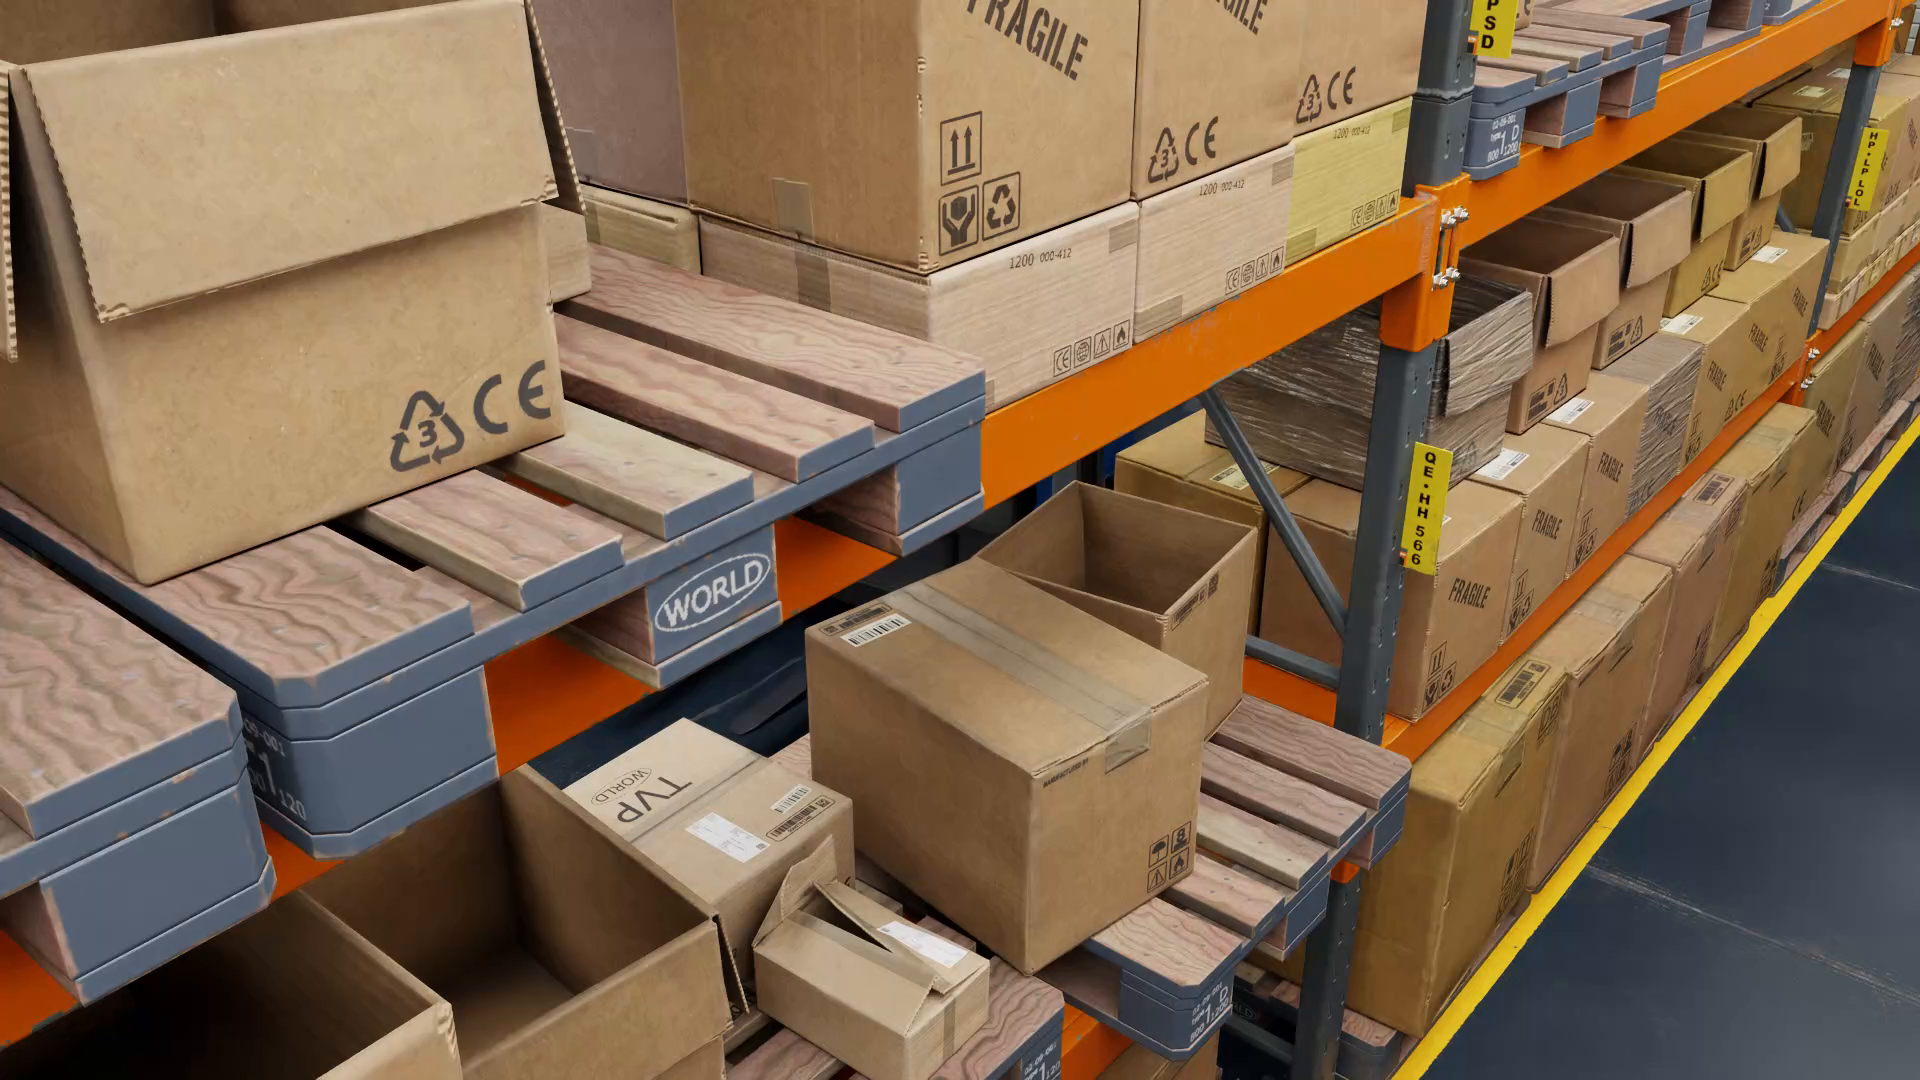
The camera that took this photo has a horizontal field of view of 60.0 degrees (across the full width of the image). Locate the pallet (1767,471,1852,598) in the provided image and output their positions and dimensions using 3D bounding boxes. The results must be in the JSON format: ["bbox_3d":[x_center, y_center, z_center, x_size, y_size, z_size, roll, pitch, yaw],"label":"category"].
[{"bbox_3d":[3.766,-0.175,8.358,1.003,0.211,1.213,21,34,34],"label":"pallet"}]

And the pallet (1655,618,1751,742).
[{"bbox_3d":[2.789,0.367,7.310,1.003,0.211,1.213,21,34,34],"label":"pallet"}]

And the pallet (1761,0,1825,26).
[{"bbox_3d":[2.676,-2.075,5.939,0.805,0.209,1.217,19,33,32],"label":"pallet"}]

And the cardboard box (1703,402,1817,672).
[{"bbox_3d":[2.830,-0.177,7.183,1.225,0.875,0.875,21,34,35],"label":"cardboard box"}]

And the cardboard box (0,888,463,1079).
[{"bbox_3d":[-1.254,0.976,1.989,1.000,1.000,1.000,21,34,35],"label":"cardboard box"}]

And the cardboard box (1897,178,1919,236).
[{"bbox_3d":[4.368,-1.682,8.077,0.500,0.250,0.500,22,34,36],"label":"cardboard box"}]

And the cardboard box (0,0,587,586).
[{"bbox_3d":[-0.893,-0.367,1.861,0.797,0.503,0.637,22,35,36],"label":"cardboard box"}]

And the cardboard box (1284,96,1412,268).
[{"bbox_3d":[0.564,-0.774,3.380,0.500,0.250,0.500,21,34,35],"label":"cardboard box"}]

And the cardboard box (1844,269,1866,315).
[{"bbox_3d":[3.833,-1.156,7.493,0.380,0.149,0.250,19,33,33],"label":"cardboard box"}]

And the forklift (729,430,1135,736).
[{"bbox_3d":[-0.313,-1.031,7.053,1.130,2.935,3.031,16,31,28],"label":"forklift"}]

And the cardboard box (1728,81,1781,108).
[{"bbox_3d":[3.308,-1.806,7.501,0.500,0.500,0.500,22,35,36],"label":"cardboard box"}]

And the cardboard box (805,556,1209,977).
[{"bbox_3d":[0.087,0.451,3.548,0.500,0.500,0.700,-22,35,-36],"label":"cardboard box"}]

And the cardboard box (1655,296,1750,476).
[{"bbox_3d":[2.488,-0.605,6.046,0.500,0.500,0.500,20,34,34],"label":"cardboard box"}]

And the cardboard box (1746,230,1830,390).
[{"bbox_3d":[3.135,-0.965,6.743,0.500,0.500,0.500,21,34,35],"label":"cardboard box"}]

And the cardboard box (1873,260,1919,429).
[{"bbox_3d":[4.842,-1.255,9.266,0.875,0.875,0.875,21,34,34],"label":"cardboard box"}]

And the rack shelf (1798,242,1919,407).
[{"bbox_3d":[4.494,-1.556,8.777,1.077,0.370,4.000,21,34,34],"label":"rack shelf"}]

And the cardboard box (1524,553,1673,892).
[{"bbox_3d":[1.705,0.456,5.959,1.225,0.875,0.875,21,34,35],"label":"cardboard box"}]

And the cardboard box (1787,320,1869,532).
[{"bbox_3d":[3.703,-0.620,8.040,0.875,0.875,0.875,21,34,34],"label":"cardboard box"}]

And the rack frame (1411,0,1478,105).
[{"bbox_3d":[0.677,-2.413,3.121,1.000,3.000,0.127,21,34,34],"label":"rack frame"}]

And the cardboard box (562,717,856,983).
[{"bbox_3d":[-0.566,0.659,3.419,0.500,0.250,0.500,20,33,33],"label":"cardboard box"}]

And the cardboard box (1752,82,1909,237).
[{"bbox_3d":[3.723,-1.660,7.218,0.500,0.500,0.500,21,34,34],"label":"cardboard box"}]

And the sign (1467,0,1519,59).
[{"bbox_3d":[1.095,-1.151,3.383,0.100,0.325,0.005,21,34,34],"label":"sign"}]

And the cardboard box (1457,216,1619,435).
[{"bbox_3d":[1.571,-0.723,5.183,0.797,0.503,0.637,22,34,36],"label":"cardboard box"}]

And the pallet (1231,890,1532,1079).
[{"bbox_3d":[1.237,1.233,5.638,1.003,0.211,1.213,21,34,34],"label":"pallet"}]

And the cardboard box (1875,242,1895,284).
[{"bbox_3d":[4.166,-1.343,7.855,0.380,0.149,0.250,20,33,33],"label":"cardboard box"}]

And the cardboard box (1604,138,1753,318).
[{"bbox_3d":[2.376,-1.188,6.081,0.797,0.503,0.637,21,34,35],"label":"cardboard box"}]

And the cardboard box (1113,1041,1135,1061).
[{"bbox_3d":[0.274,1.080,4.324,0.500,0.250,0.500,22,35,36],"label":"cardboard box"}]

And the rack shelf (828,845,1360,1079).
[{"bbox_3d":[-0.595,1.280,3.294,1.077,0.370,4.000,21,34,34],"label":"rack shelf"}]

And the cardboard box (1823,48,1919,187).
[{"bbox_3d":[4.370,-2.019,7.911,0.500,0.500,0.500,20,33,33],"label":"cardboard box"}]

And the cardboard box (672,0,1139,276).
[{"bbox_3d":[-0.078,-0.749,2.516,0.500,0.500,0.500,21,34,35],"label":"cardboard box"}]

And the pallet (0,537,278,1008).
[{"bbox_3d":[-1.392,0.233,1.475,1.213,0.211,1.003,21,34,34],"label":"pallet"}]

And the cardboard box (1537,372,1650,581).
[{"bbox_3d":[1.846,-0.252,5.364,0.500,0.500,0.500,20,33,34],"label":"cardboard box"}]

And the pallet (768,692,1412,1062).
[{"bbox_3d":[0.306,0.620,3.995,1.213,0.211,1.003,21,34,34],"label":"pallet"}]

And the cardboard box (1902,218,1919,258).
[{"bbox_3d":[4.490,-1.522,8.202,0.380,0.149,0.250,21,34,35],"label":"cardboard box"}]

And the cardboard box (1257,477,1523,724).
[{"bbox_3d":[1.196,0.114,4.656,0.500,0.500,0.500,22,35,36],"label":"cardboard box"}]

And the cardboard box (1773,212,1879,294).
[{"bbox_3d":[3.722,-1.322,7.381,0.500,0.250,0.500,20,33,34],"label":"cardboard box"}]

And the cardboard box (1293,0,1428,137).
[{"bbox_3d":[0.567,-1.105,3.204,0.500,0.500,0.500,22,34,36],"label":"cardboard box"}]

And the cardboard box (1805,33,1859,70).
[{"bbox_3d":[4.609,-2.529,8.898,0.500,0.500,0.500,20,33,33],"label":"cardboard box"}]

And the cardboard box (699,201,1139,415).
[{"bbox_3d":[-0.063,-0.417,2.690,0.500,0.250,0.500,22,34,36],"label":"cardboard box"}]

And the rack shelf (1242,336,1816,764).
[{"bbox_3d":[1.949,-0.138,6.035,1.077,0.370,4.000,21,34,34],"label":"rack shelf"}]

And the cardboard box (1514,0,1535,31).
[{"bbox_3d":[1.010,-1.551,4.149,0.797,0.503,0.637,23,35,37],"label":"cardboard box"}]

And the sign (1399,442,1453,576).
[{"bbox_3d":[1.102,-0.072,3.951,0.100,0.325,0.005,21,34,34],"label":"sign"}]

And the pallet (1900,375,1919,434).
[{"bbox_3d":[5.318,-1.040,10.031,1.003,0.211,1.213,21,34,34],"label":"pallet"}]
